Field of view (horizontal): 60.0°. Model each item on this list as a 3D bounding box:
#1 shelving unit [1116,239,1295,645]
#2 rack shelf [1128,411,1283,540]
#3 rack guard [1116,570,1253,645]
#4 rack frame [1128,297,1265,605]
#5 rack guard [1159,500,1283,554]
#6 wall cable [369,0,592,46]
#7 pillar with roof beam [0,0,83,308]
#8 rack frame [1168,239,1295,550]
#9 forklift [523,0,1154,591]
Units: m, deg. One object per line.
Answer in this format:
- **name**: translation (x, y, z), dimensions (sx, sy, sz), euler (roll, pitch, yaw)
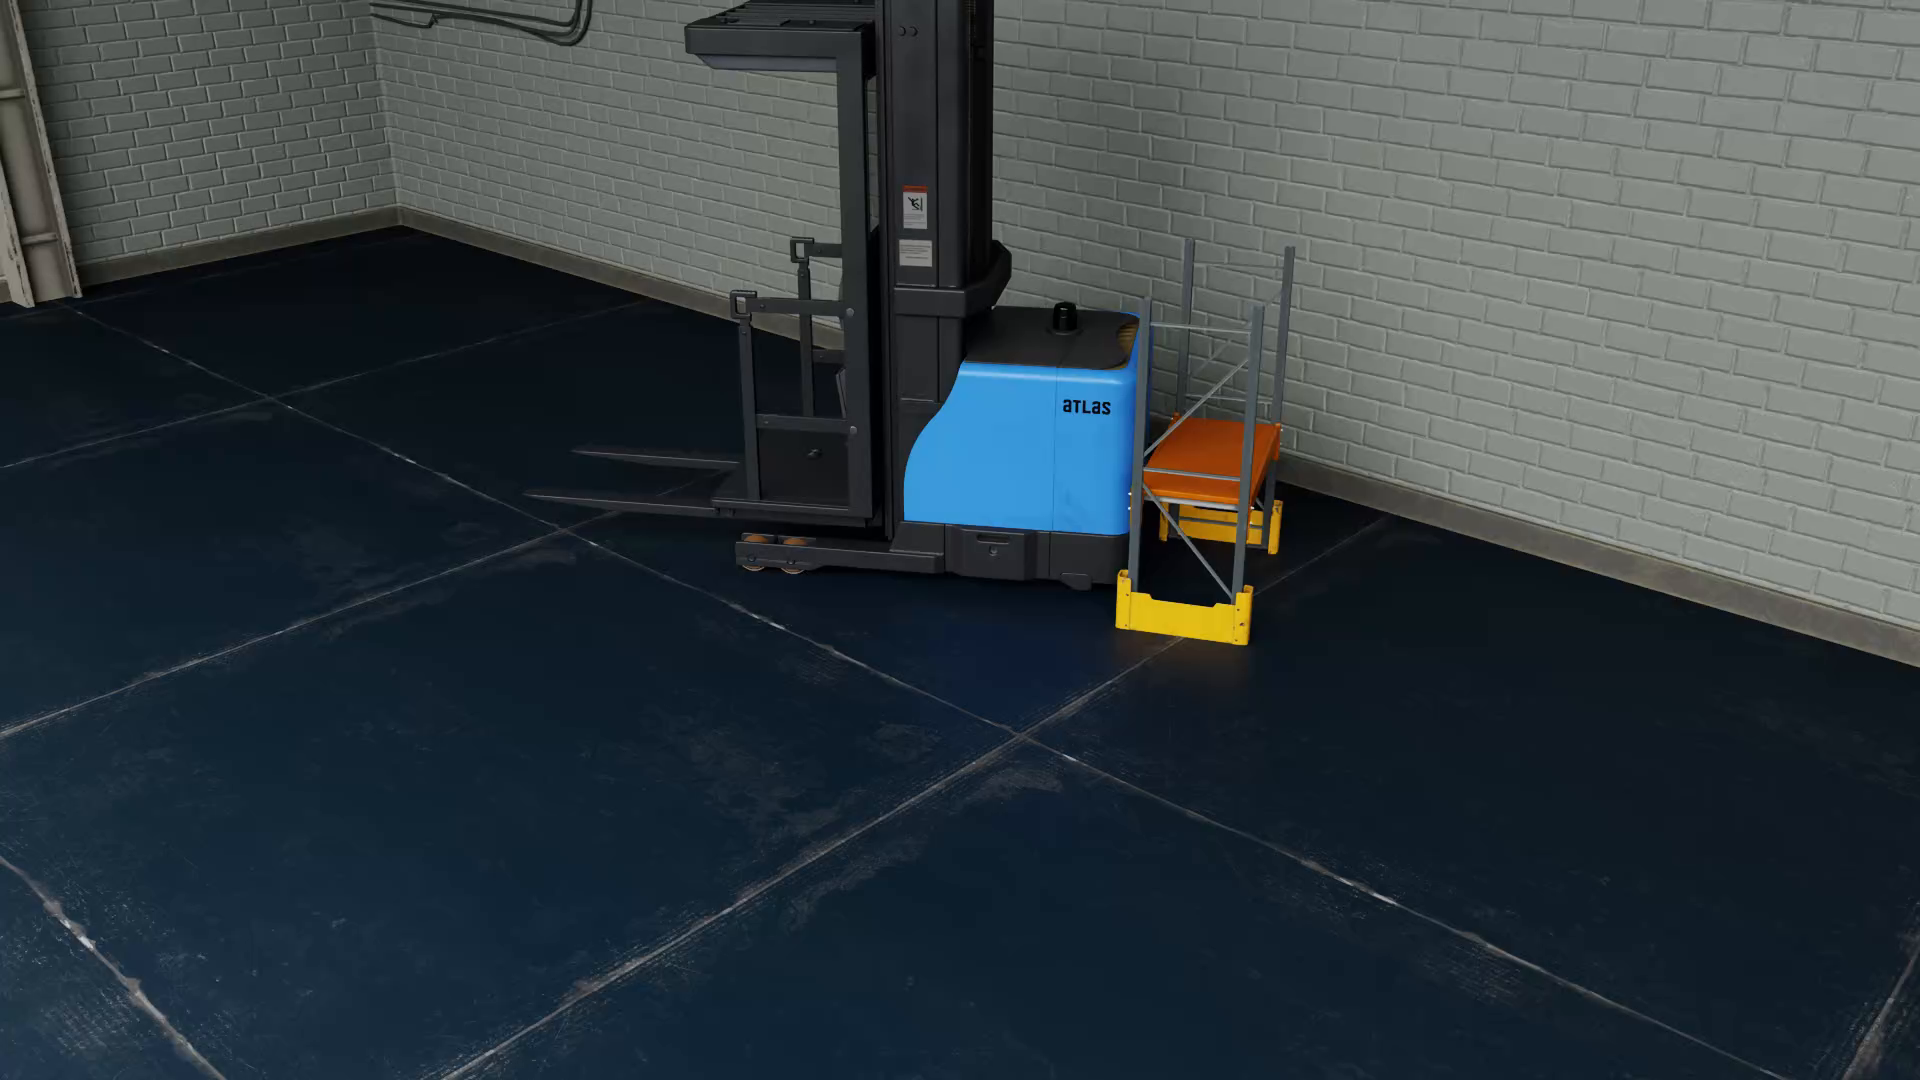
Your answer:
- **shelving unit**: translation (1.127, -0.471, 7.467), dimensions (0.587, 1.500, 1.083), euler (7, 25, 16)
- **rack shelf**: translation (1.130, -0.310, 7.548), dimensions (0.538, 0.185, 1.000), euler (7, 25, 16)
- **rack guard**: translation (0.980, 0.294, 7.288), dimensions (0.587, 0.250, 0.087), euler (7, 25, 16)
- **rack frame**: translation (0.979, -0.276, 7.031), dimensions (0.500, 1.500, 0.032), euler (7, 25, 16)
- **rack guard**: translation (1.275, -0.095, 8.156), dimensions (0.587, 0.250, 0.087), euler (7, 25, 16)
- **wall cable**: translation (-3.751, -5.001, 12.199), dimensions (3.097, 2.526, 0.112), euler (20, 31, 38)
- **pillar with roof beam**: translation (-3.496, -4.706, 7.746), dimensions (9.100, 9.000, 0.400), euler (20, 31, 38)
- **rack frame**: translation (1.280, -0.673, 7.918), dimensions (0.500, 1.500, 0.032), euler (7, 25, 16)
- **forklift**: translation (-0.613, -1.383, 7.752), dimensions (3.031, 2.935, 1.130), euler (4, 25, 9)
